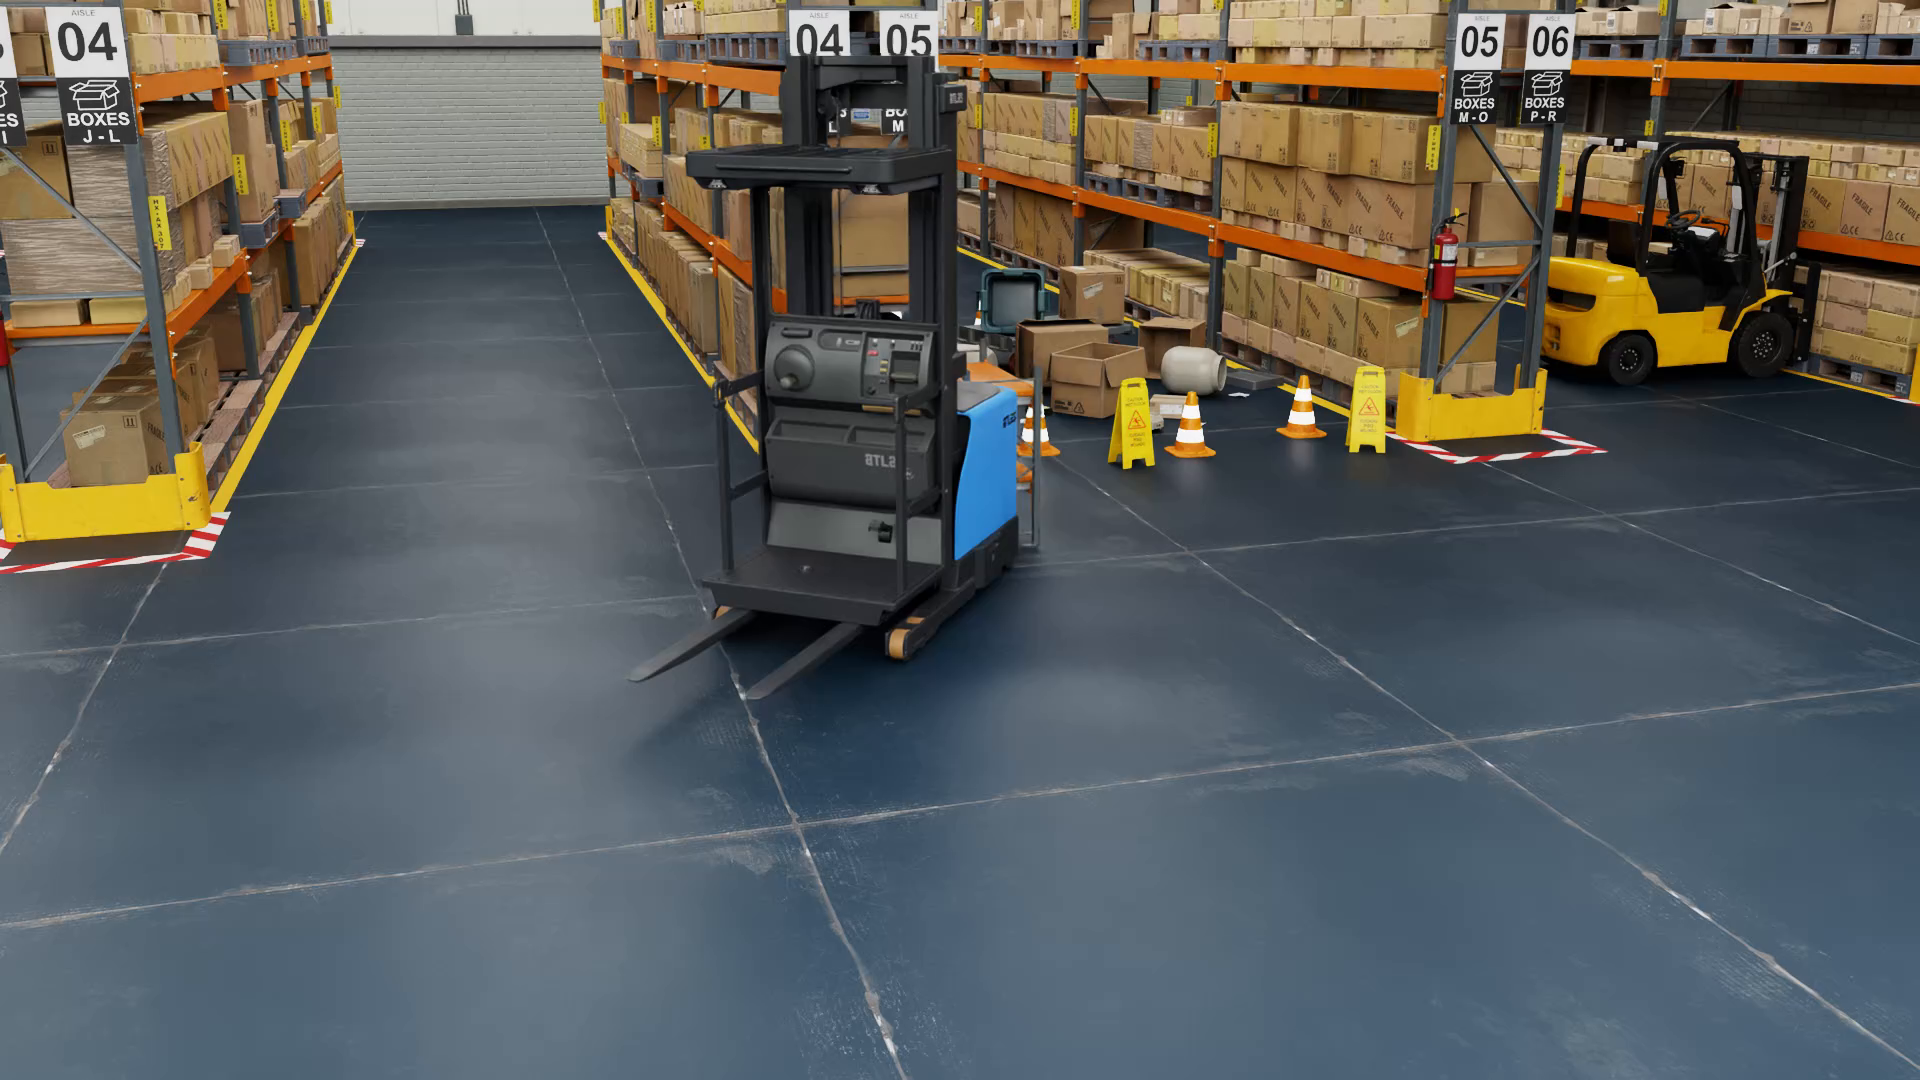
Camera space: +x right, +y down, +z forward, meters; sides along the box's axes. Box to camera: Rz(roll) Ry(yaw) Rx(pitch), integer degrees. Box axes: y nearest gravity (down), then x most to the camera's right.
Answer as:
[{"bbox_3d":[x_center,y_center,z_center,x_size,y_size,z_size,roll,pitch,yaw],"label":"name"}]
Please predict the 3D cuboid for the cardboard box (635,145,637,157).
[{"bbox_3d":[-3.700,-4.675,19.990,0.380,0.149,0.250,-5,17,-16],"label":"cardboard box"}]

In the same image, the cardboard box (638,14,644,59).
[{"bbox_3d":[-3.527,-5.964,19.706,0.500,0.500,0.500,-5,17,-15],"label":"cardboard box"}]

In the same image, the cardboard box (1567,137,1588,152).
[{"bbox_3d":[7.136,-4.489,18.882,0.380,0.149,0.250,-5,17,-17],"label":"cardboard box"}]

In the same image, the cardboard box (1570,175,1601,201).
[{"bbox_3d":[7.227,-3.958,18.675,0.500,0.250,0.500,-5,17,-16],"label":"cardboard box"}]

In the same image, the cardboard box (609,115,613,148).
[{"bbox_3d":[-5.012,-6.177,25.112,0.500,0.500,0.500,-5,17,-15],"label":"cardboard box"}]

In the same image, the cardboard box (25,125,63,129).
[{"bbox_3d":[-6.107,-2.567,11.356,0.500,0.500,0.500,-5,17,-15],"label":"cardboard box"}]

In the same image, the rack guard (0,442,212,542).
[{"bbox_3d":[-5.461,-0.313,10.625,1.175,0.500,0.348,-5,17,-15],"label":"rack guard"}]

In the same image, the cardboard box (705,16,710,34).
[{"bbox_3d":[-1.970,-4.397,14.196,0.380,0.149,0.250,-5,17,-16],"label":"cardboard box"}]

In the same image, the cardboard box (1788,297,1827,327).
[{"bbox_3d":[8.136,-2.180,15.677,0.500,0.250,0.500,-5,17,-17],"label":"cardboard box"}]

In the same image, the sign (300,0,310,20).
[{"bbox_3d":[-8.219,-6.689,20.846,0.100,0.325,0.005,-5,17,-15],"label":"sign"}]

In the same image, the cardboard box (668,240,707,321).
[{"bbox_3d":[-2.518,-2.773,17.649,1.050,0.750,0.750,-4,17,-14],"label":"cardboard box"}]

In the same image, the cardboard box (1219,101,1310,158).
[{"bbox_3d":[2.901,-3.909,15.824,0.700,0.500,0.500,-5,17,-16],"label":"cardboard box"}]

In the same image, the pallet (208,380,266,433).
[{"bbox_3d":[-6.321,-1.077,13.671,1.003,0.211,1.213,-5,17,-15],"label":"pallet"}]

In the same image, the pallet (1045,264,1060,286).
[{"bbox_3d":[1.745,-3.374,21.317,1.003,0.211,1.213,-5,17,-15],"label":"pallet"}]

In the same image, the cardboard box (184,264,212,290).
[{"bbox_3d":[-5.609,-1.889,11.963,0.380,0.149,0.250,-5,17,-15],"label":"cardboard box"}]

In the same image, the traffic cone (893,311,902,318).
[{"bbox_3d":[-0.660,-2.235,17.088,0.336,0.463,0.334,-5,17,-15],"label":"traffic cone"}]

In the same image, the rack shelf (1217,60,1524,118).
[{"bbox_3d":[3.538,-3.918,14.317,1.077,0.370,4.000,-5,17,-15],"label":"rack shelf"}]

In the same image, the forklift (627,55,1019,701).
[{"bbox_3d":[-0.656,-0.927,8.442,1.130,2.935,3.031,6,18,20],"label":"forklift"}]

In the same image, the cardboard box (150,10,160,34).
[{"bbox_3d":[-5.529,-3.427,11.001,0.380,0.149,0.250,-5,17,-15],"label":"cardboard box"}]

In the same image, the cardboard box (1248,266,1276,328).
[{"bbox_3d":[3.050,-2.291,15.610,0.500,0.500,0.500,-4,17,-13],"label":"cardboard box"}]

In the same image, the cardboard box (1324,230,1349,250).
[{"bbox_3d":[3.361,-2.587,14.287,0.380,0.149,0.250,-5,17,-16],"label":"cardboard box"}]

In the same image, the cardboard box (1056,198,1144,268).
[{"bbox_3d":[1.779,-3.867,21.074,0.875,0.875,0.875,-5,17,-16],"label":"cardboard box"}]

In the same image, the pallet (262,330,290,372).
[{"bbox_3d":[-7.094,-1.813,16.122,1.003,0.211,1.213,-5,17,-15],"label":"pallet"}]

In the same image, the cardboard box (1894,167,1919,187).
[{"bbox_3d":[8.396,-3.167,14.479,0.380,0.149,0.250,-4,17,-14],"label":"cardboard box"}]

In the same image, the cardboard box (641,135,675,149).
[{"bbox_3d":[-3.485,-4.601,19.227,0.380,0.149,0.250,-5,17,-16],"label":"cardboard box"}]

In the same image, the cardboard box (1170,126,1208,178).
[{"bbox_3d":[2.504,-4.017,17.191,0.500,0.500,0.500,-5,17,-15],"label":"cardboard box"}]

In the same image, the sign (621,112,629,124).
[{"bbox_3d":[-4.461,-5.542,22.183,0.100,0.325,0.005,-5,17,-15],"label":"sign"}]

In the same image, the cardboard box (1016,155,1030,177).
[{"bbox_3d":[1.055,-4.952,21.986,0.500,0.250,0.500,-5,17,-16],"label":"cardboard box"}]

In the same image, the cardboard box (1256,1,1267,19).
[{"bbox_3d":[2.925,-4.821,15.124,0.380,0.149,0.250,-5,18,-17],"label":"cardboard box"}]

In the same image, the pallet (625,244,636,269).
[{"bbox_3d":[-4.160,-4.020,23.468,1.003,0.211,1.213,-5,17,-15],"label":"pallet"}]

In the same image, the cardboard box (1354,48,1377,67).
[{"bbox_3d":[3.461,-3.948,13.605,0.380,0.149,0.250,-5,17,-16],"label":"cardboard box"}]

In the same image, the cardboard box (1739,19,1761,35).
[{"bbox_3d":[7.803,-4.977,16.126,0.380,0.149,0.250,-4,17,-14],"label":"cardboard box"}]

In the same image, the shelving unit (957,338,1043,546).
[{"bbox_3d":[0.095,-0.630,10.593,0.538,1.125,1.048,-5,18,-17],"label":"shelving unit"}]

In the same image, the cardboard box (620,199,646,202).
[{"bbox_3d":[-5.032,-5.161,25.611,0.380,0.149,0.250,-4,17,-14],"label":"cardboard box"}]

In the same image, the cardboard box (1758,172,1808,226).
[{"bbox_3d":[8.048,-3.253,15.895,0.500,0.500,0.500,-5,17,-15],"label":"cardboard box"}]

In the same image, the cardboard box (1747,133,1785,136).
[{"bbox_3d":[8.253,-4.064,16.950,0.380,0.149,0.250,-5,17,-16],"label":"cardboard box"}]

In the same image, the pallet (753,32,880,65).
[{"bbox_3d":[-0.858,-3.452,11.669,1.003,0.211,1.213,-5,17,-15],"label":"pallet"}]

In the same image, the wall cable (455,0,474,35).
[{"bbox_3d":[-8.078,-12.165,29.717,2.277,5.999,0.120,-5,17,-15],"label":"wall cable"}]

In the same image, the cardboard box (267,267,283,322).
[{"bbox_3d":[-7.436,-2.532,17.247,0.700,0.500,0.500,-6,18,-18],"label":"cardboard box"}]

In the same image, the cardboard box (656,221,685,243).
[{"bbox_3d":[-3.282,-3.598,19.527,0.500,0.250,0.500,-5,17,-17],"label":"cardboard box"}]

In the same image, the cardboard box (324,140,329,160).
[{"bbox_3d":[-8.895,-5.310,22.661,0.500,0.250,0.500,-4,17,-14],"label":"cardboard box"}]

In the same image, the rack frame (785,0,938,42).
[{"bbox_3d":[-0.644,-4.726,10.545,1.000,3.000,0.127,-5,17,-15],"label":"rack frame"}]

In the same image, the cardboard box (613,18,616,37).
[{"bbox_3d":[-4.592,-7.173,23.295,0.500,0.250,0.500,-4,17,-13],"label":"cardboard box"}]

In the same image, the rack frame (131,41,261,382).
[{"bbox_3d":[-6.540,-2.596,13.879,1.000,3.000,0.127,-5,17,-15],"label":"rack frame"}]

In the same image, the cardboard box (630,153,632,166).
[{"bbox_3d":[-3.912,-4.747,20.749,0.380,0.149,0.250,-5,17,-16],"label":"cardboard box"}]

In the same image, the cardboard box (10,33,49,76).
[{"bbox_3d":[-5.817,-2.967,10.162,0.500,0.250,0.500,-4,17,-14],"label":"cardboard box"}]

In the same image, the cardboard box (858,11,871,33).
[{"bbox_3d":[-0.500,-3.609,11.572,0.380,0.149,0.250,-5,17,-15],"label":"cardboard box"}]

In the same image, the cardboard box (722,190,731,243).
[{"bbox_3d":[-1.630,-2.930,14.733,0.875,0.550,0.550,-5,17,-15],"label":"cardboard box"}]

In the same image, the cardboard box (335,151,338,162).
[{"bbox_3d":[-9.282,-5.580,24.252,0.380,0.149,0.250,-5,17,-15],"label":"cardboard box"}]

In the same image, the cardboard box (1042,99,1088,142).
[{"bbox_3d":[1.347,-5.276,20.890,0.500,0.500,0.500,-4,17,-14],"label":"cardboard box"}]

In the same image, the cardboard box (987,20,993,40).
[{"bbox_3d":[0.591,-6.999,22.828,0.396,0.266,0.258,-5,17,-16],"label":"cardboard box"}]

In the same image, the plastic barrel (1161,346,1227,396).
[{"bbox_3d":[2.065,-1.490,14.678,0.512,0.421,0.421,7,18,23],"label":"plastic barrel"}]

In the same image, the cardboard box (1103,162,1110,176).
[{"bbox_3d":[1.876,-4.301,19.265,0.380,0.149,0.250,-6,18,-19],"label":"cardboard box"}]

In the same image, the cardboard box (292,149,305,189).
[{"bbox_3d":[-7.799,-4.190,19.012,0.500,0.500,0.500,-5,17,-16],"label":"cardboard box"}]

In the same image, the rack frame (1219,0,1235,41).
[{"bbox_3d":[2.989,-6.252,15.624,1.000,3.000,0.127,-5,17,-15],"label":"rack frame"}]
